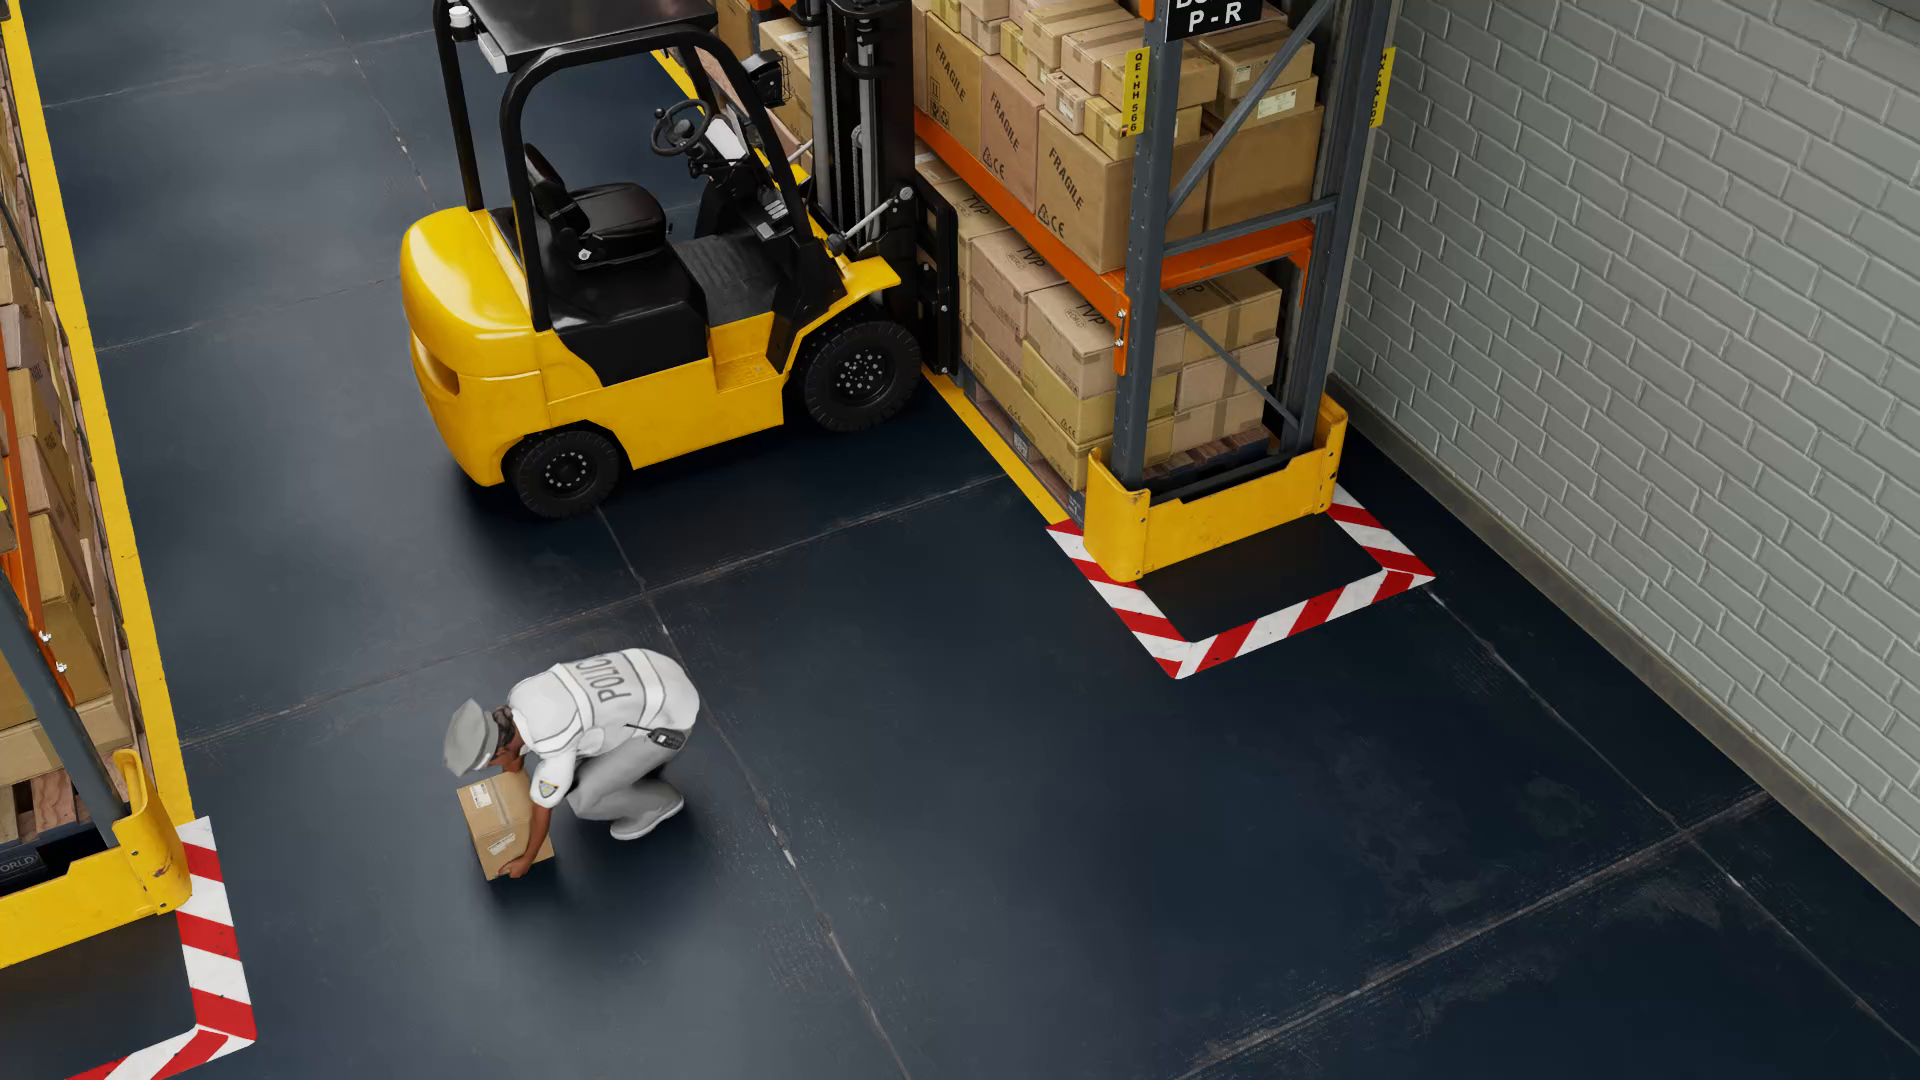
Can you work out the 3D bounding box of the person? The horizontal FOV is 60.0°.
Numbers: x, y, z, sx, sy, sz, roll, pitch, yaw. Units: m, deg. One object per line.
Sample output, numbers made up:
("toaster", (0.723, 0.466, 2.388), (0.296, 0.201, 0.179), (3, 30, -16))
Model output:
("person", (-1.379, 0.759, 6.008), (0.911, 0.807, 0.464), (-20, 45, -21))
